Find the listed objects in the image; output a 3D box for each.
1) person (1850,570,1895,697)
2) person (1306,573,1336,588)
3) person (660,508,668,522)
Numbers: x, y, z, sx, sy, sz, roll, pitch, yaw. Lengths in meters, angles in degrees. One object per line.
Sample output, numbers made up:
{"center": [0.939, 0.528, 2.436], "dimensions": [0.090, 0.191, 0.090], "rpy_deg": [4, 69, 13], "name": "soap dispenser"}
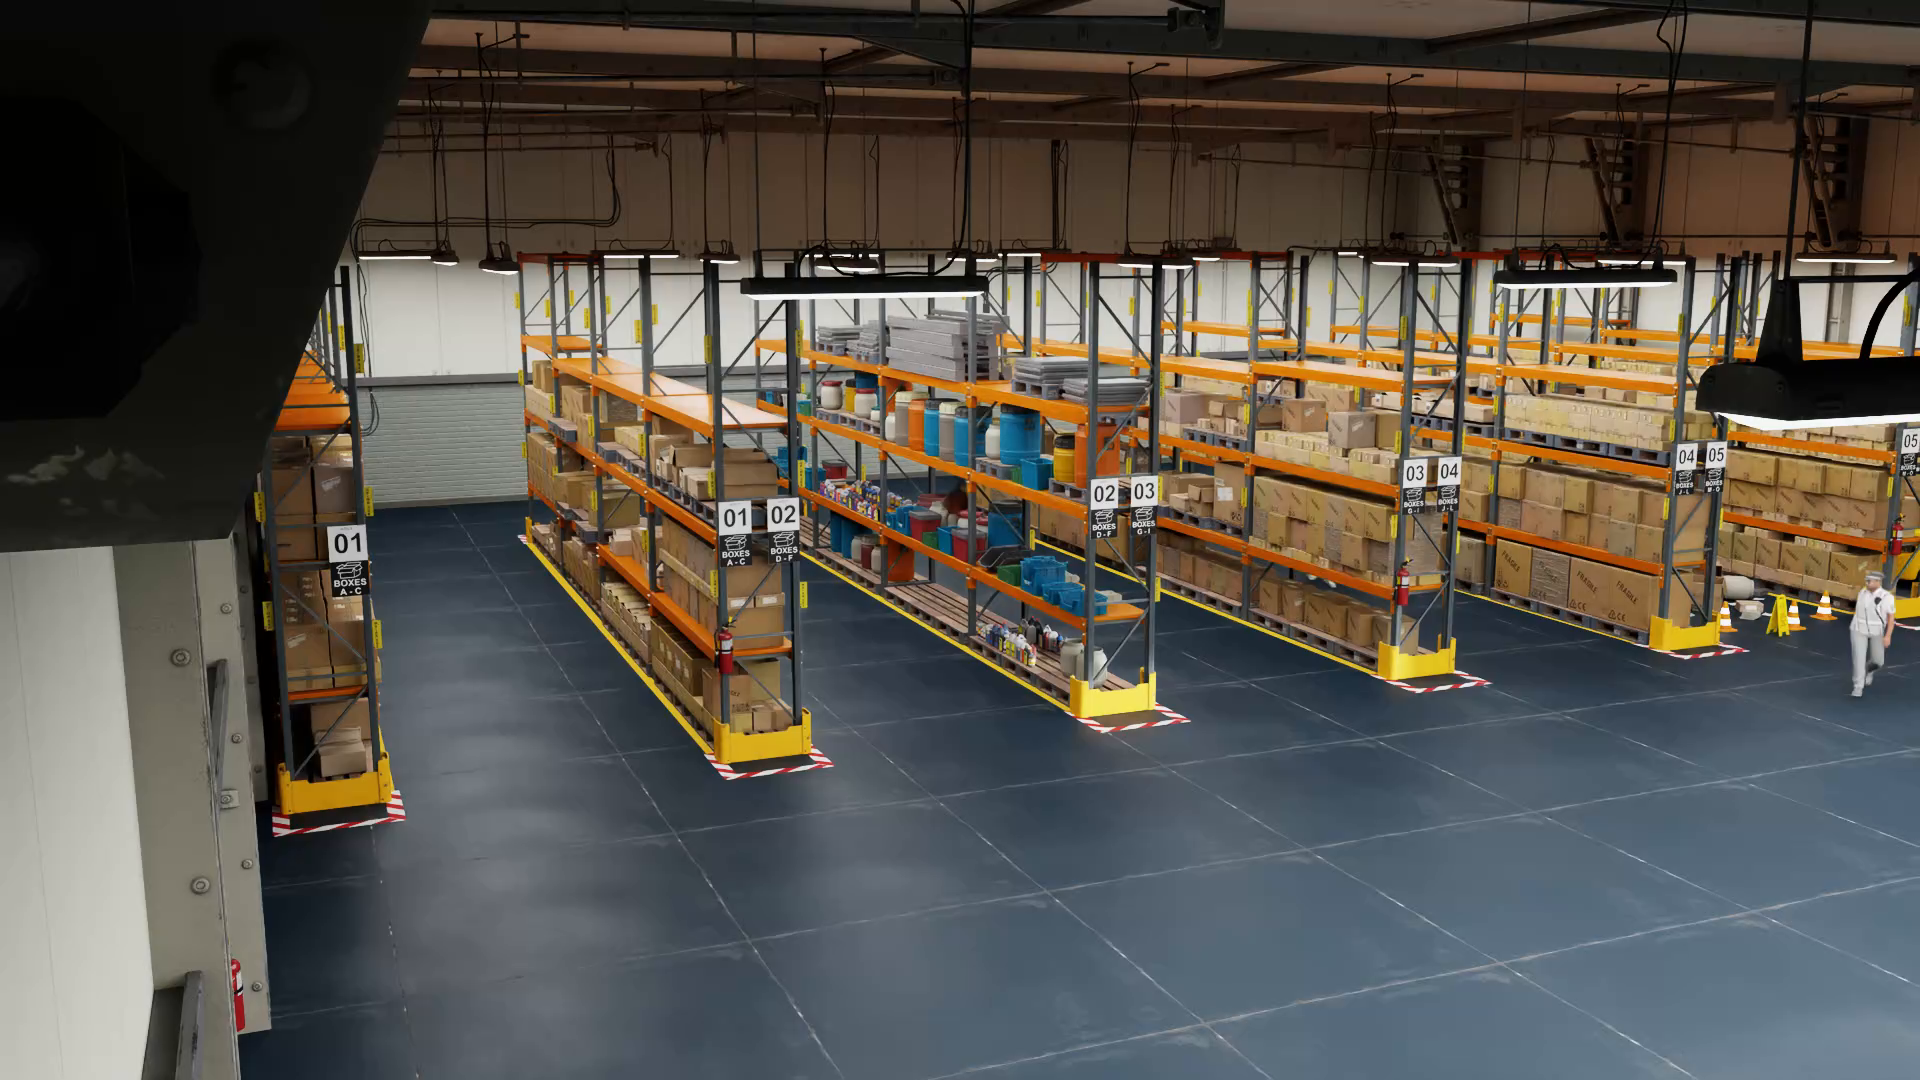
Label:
{"center": [12.681, 1.275, 23.176], "dimensions": [0.512, 1.742, 0.738], "rpy_deg": [3, 11, 17], "name": "person"}
{"center": [6.659, -0.072, 30.552], "dimensions": [0.639, 1.765, 0.948], "rpy_deg": [0, 10, 0], "name": "person"}
{"center": [-6.527, -1.232, 37.175], "dimensions": [0.429, 1.658, 0.506], "rpy_deg": [3, 11, 14], "name": "person"}
